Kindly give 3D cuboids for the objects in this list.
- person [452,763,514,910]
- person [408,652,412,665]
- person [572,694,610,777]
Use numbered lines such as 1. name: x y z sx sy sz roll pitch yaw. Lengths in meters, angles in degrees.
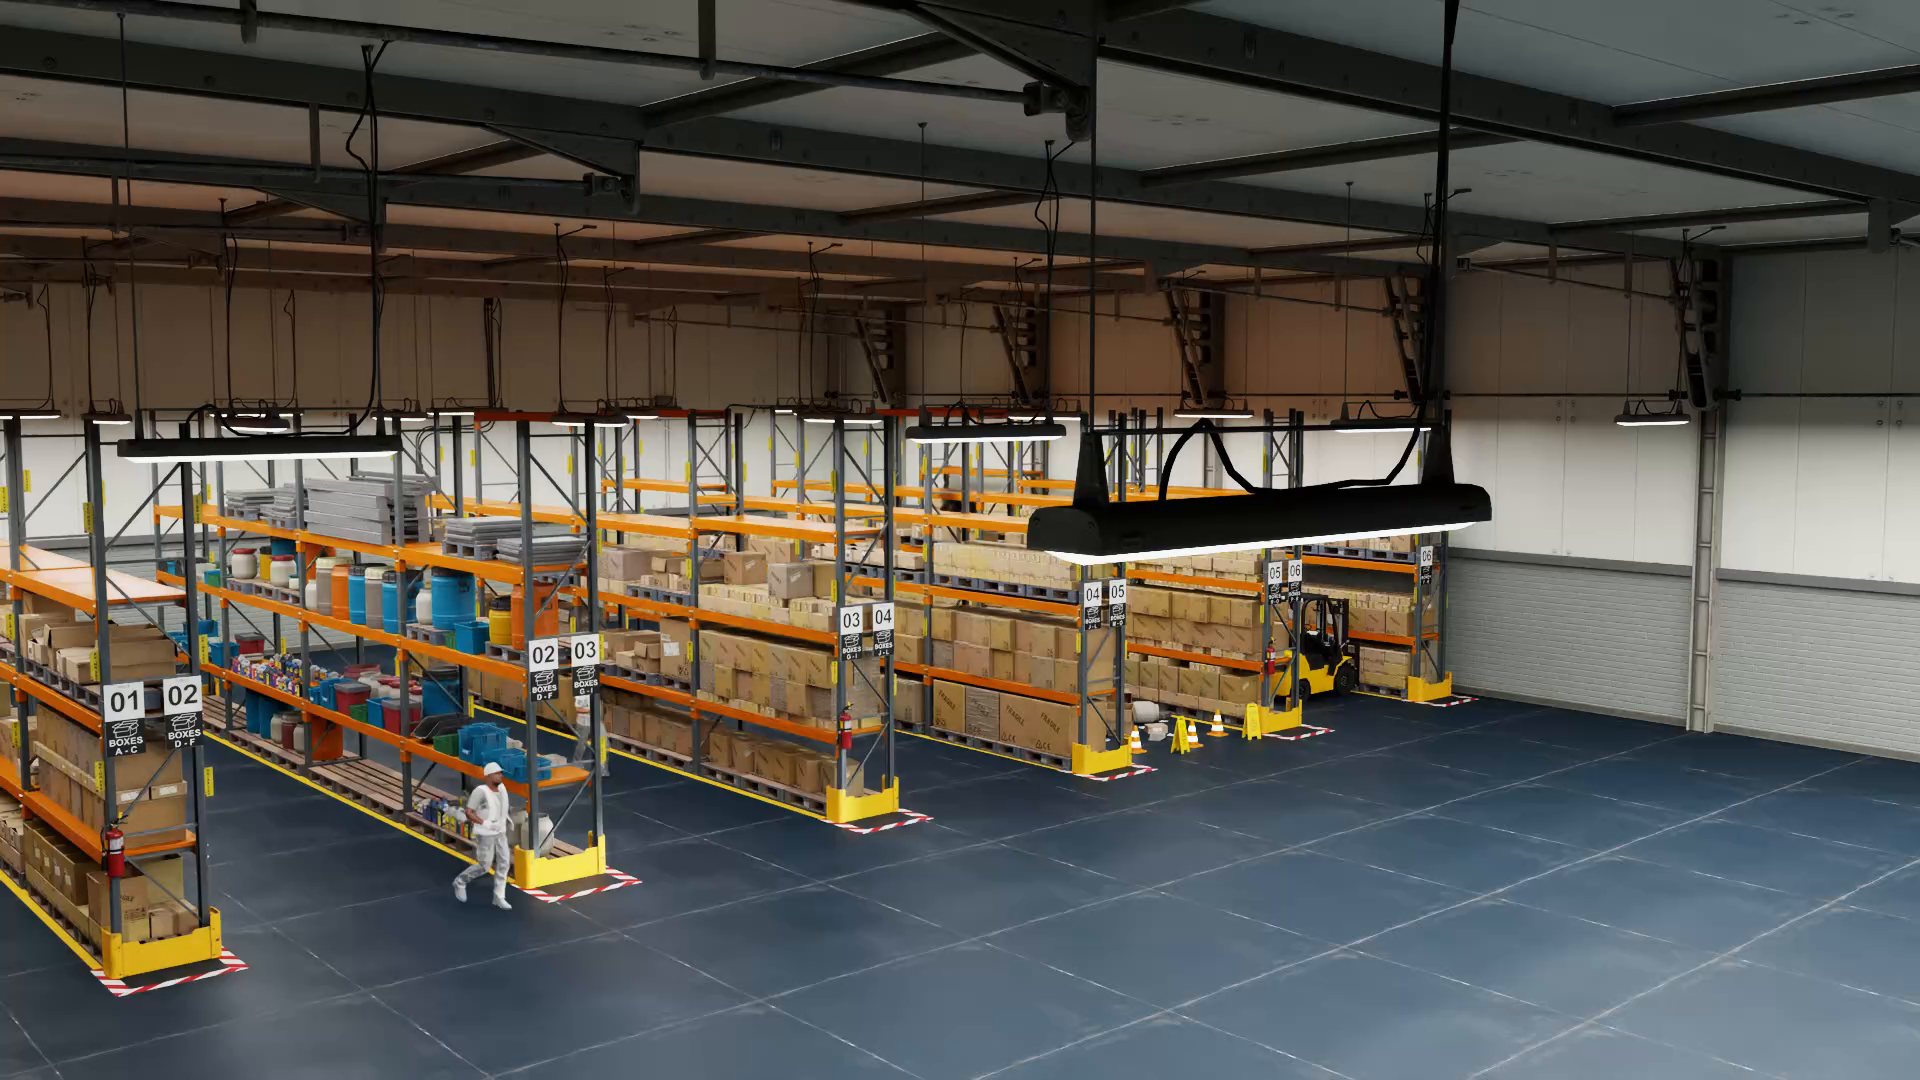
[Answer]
1. person: -5.852 3.644 20.663 0.813 1.779 0.749 2 5 22
2. person: -12.466 2.146 38.034 0.638 1.708 0.715 -1 5 -6
3. person: -6.204 3.097 27.654 0.578 1.722 0.822 -5 7 -44
